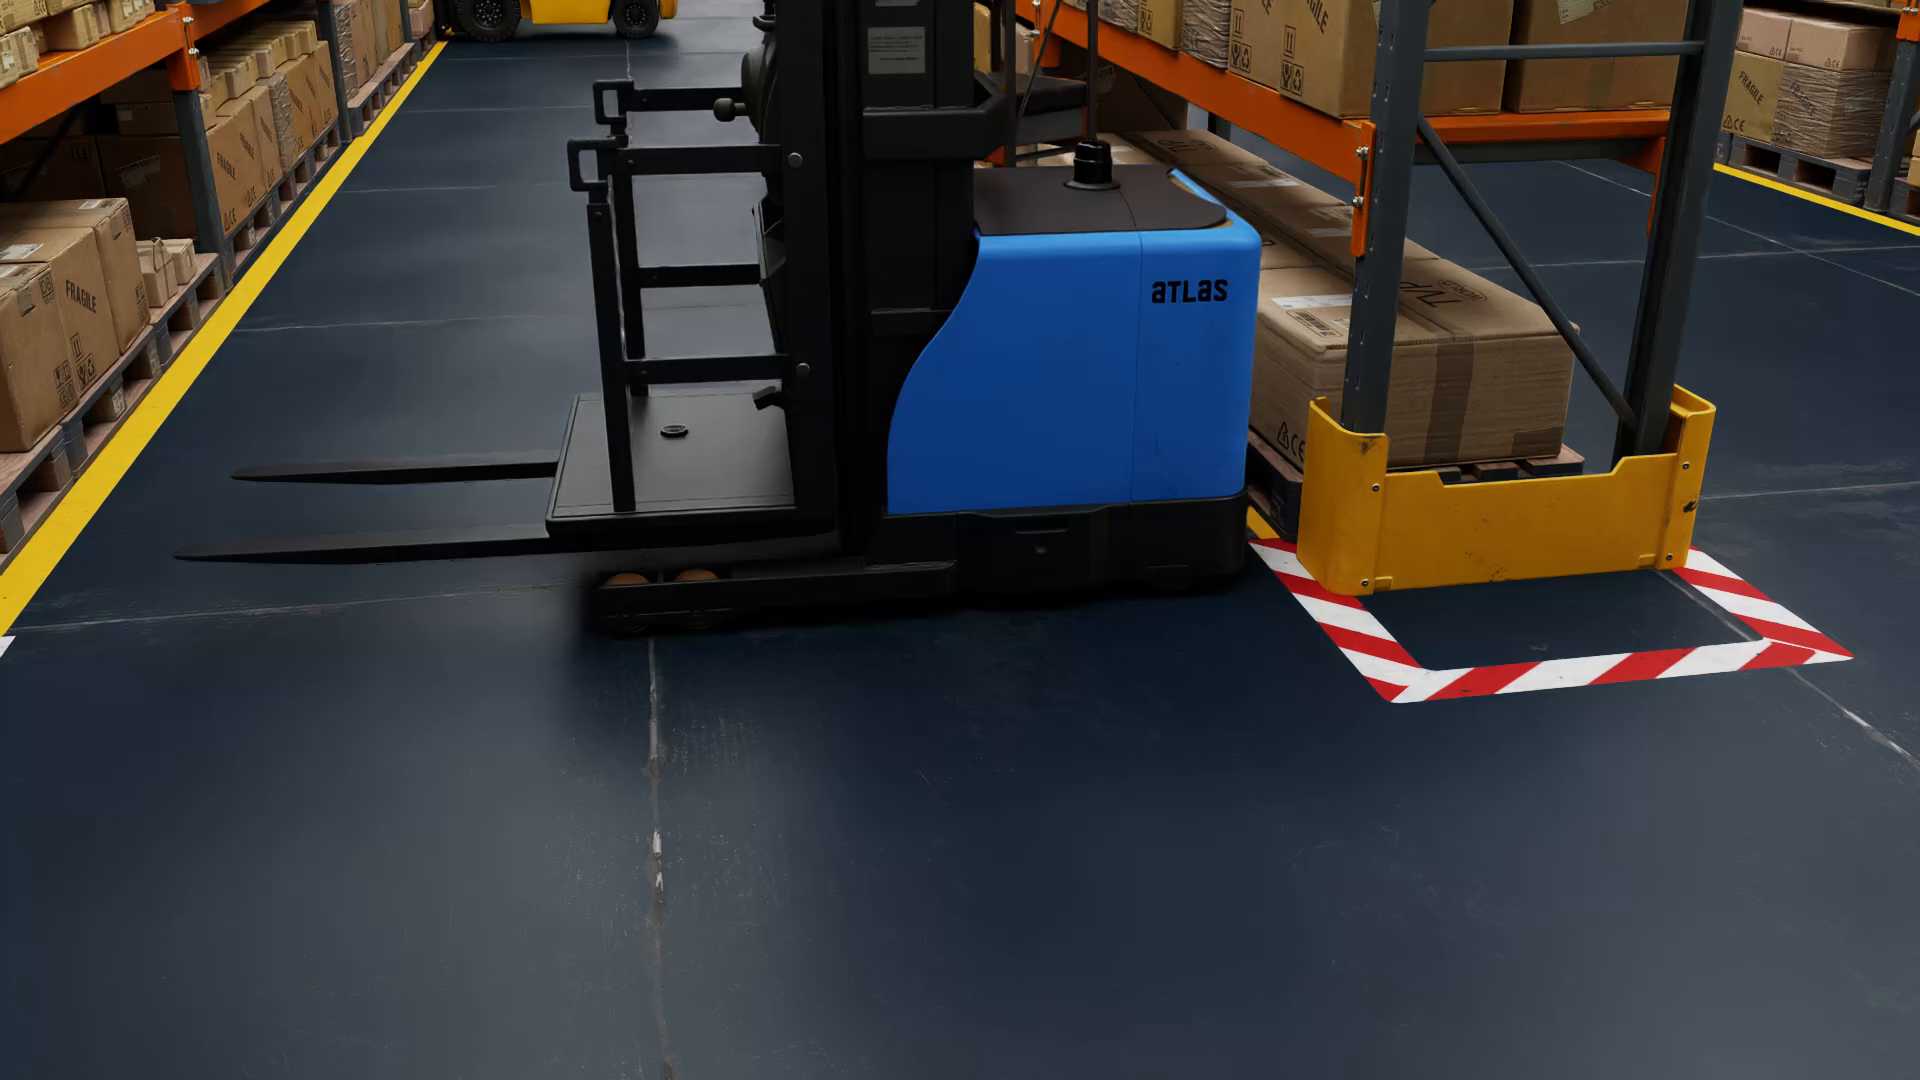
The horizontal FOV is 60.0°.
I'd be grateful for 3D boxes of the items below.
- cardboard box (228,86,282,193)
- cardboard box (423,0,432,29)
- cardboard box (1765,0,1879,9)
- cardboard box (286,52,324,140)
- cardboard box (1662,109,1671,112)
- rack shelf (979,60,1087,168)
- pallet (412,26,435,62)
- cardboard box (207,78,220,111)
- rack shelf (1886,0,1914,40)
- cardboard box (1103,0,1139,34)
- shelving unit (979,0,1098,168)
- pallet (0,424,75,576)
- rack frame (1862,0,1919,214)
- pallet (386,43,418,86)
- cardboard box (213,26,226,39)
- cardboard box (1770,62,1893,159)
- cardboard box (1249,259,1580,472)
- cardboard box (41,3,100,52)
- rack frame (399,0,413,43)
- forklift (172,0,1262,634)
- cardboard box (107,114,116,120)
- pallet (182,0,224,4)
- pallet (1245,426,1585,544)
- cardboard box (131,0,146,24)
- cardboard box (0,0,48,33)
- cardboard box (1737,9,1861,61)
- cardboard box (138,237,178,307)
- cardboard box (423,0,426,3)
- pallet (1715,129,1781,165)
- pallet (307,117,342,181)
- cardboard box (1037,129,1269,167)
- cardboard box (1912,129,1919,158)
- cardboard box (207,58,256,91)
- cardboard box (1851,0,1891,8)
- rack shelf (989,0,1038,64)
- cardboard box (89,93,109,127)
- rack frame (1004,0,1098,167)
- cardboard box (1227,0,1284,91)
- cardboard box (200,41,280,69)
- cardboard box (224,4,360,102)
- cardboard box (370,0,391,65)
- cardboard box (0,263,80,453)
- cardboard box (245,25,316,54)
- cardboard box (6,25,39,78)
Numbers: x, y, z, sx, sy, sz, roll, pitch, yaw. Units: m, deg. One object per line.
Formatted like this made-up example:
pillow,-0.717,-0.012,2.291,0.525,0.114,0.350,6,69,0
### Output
cardboard box,-4.054,-2.190,9.114,0.500,0.500,0.500,-5,24,-11
cardboard box,-5.342,-5.023,15.914,0.500,0.250,0.500,-5,24,-11
cardboard box,5.666,-3.416,10.986,0.500,0.250,0.500,-3,24,-8
cardboard box,-4.358,-2.803,10.518,0.500,0.500,0.500,-5,24,-11
cardboard box,5.070,-3.230,11.495,0.500,0.500,0.500,-5,24,-11
rack shelf,0.150,-1.348,5.731,0.431,0.518,0.480,-19,29,-36
pallet,-5.575,-4.715,15.782,1.003,0.211,1.213,-4,24,-10
cardboard box,-3.980,-2.239,8.416,0.380,0.149,0.250,-6,24,-12
rack shelf,5.364,-3.762,11.016,1.077,0.370,4.000,-4,24,-10
cardboard box,0.892,-2.347,6.751,0.500,0.500,0.500,-4,24,-9
shelving unit,0.150,-1.360,5.726,0.431,2.100,0.503,-19,29,-36
pallet,-3.412,-0.023,5.038,1.003,0.211,1.213,-4,24,-10
rack frame,5.734,-3.305,9.070,1.000,3.000,0.127,-4,24,-10
pallet,-5.294,-4.112,14.402,1.003,0.211,1.213,-4,24,-10
cardboard box,-4.939,-3.220,10.662,0.380,0.149,0.250,-3,24,-7
cardboard box,5.349,-2.625,10.111,0.500,0.500,0.500,-5,24,-11
cardboard box,1.407,-0.596,5.544,0.875,0.438,0.875,-5,24,-12
cardboard box,-3.445,-1.904,6.175,0.380,0.149,0.250,-5,24,-11
rack frame,-5.469,-5.677,14.501,1.000,3.000,0.127,-4,24,-10
forklift,-0.719,-1.306,4.579,3.031,2.935,1.130,-3,24,-7
cardboard box,-4.454,-1.945,8.553,0.500,0.500,0.500,-5,24,-12
pallet,-4.030,-2.765,8.073,1.003,0.211,1.213,-4,24,-10
pallet,1.403,-0.357,5.803,1.003,0.211,1.213,-4,24,-10
cardboard box,-3.613,-2.208,6.871,0.380,0.149,0.250,-4,24,-8
cardboard box,-3.375,-1.820,5.485,0.500,0.250,0.500,-5,24,-11
cardboard box,5.266,-3.173,10.430,0.500,0.250,0.500,-3,24,-7
cardboard box,-3.532,-1.132,6.986,0.396,0.266,0.258,-3,24,-8
cardboard box,-5.350,-5.250,15.808,0.500,0.250,0.500,-4,24,-10
pallet,5.359,-2.815,11.431,1.003,0.211,1.213,-4,24,-10
pallet,-4.628,-2.529,10.778,1.003,0.211,1.213,-4,24,-10
cardboard box,0.898,-1.663,7.986,0.875,0.438,0.875,-5,24,-11
cardboard box,5.486,-2.161,9.117,0.380,0.149,0.250,-3,24,-7
cardboard box,-4.098,-2.544,9.116,0.380,0.149,0.250,-3,24,-8
cardboard box,9.310,-5.403,16.448,0.700,0.500,0.500,-4,24,-10
rack shelf,0.518,-3.356,10.086,1.077,0.370,4.000,-4,24,-10
cardboard box,-4.395,-2.101,8.101,0.380,0.149,0.250,-4,24,-10
rack frame,0.306,-1.289,5.553,0.400,2.100,0.015,-19,29,-36
cardboard box,1.200,-1.740,5.362,0.500,0.500,0.500,-5,24,-11
cardboard box,-4.252,-2.855,9.828,0.380,0.149,0.250,-5,24,-11
cardboard box,-4.831,-3.454,11.854,0.875,0.625,0.625,-4,24,-8
cardboard box,-5.226,-4.271,13.724,0.875,0.625,0.625,-5,24,-10
cardboard box,-3.390,-0.591,5.453,0.700,0.500,0.500,-3,24,-8
cardboard box,-4.308,-3.167,10.543,0.380,0.149,0.250,-6,24,-12
cardboard box,-3.299,-1.604,5.489,0.380,0.149,0.250,-4,24,-9
